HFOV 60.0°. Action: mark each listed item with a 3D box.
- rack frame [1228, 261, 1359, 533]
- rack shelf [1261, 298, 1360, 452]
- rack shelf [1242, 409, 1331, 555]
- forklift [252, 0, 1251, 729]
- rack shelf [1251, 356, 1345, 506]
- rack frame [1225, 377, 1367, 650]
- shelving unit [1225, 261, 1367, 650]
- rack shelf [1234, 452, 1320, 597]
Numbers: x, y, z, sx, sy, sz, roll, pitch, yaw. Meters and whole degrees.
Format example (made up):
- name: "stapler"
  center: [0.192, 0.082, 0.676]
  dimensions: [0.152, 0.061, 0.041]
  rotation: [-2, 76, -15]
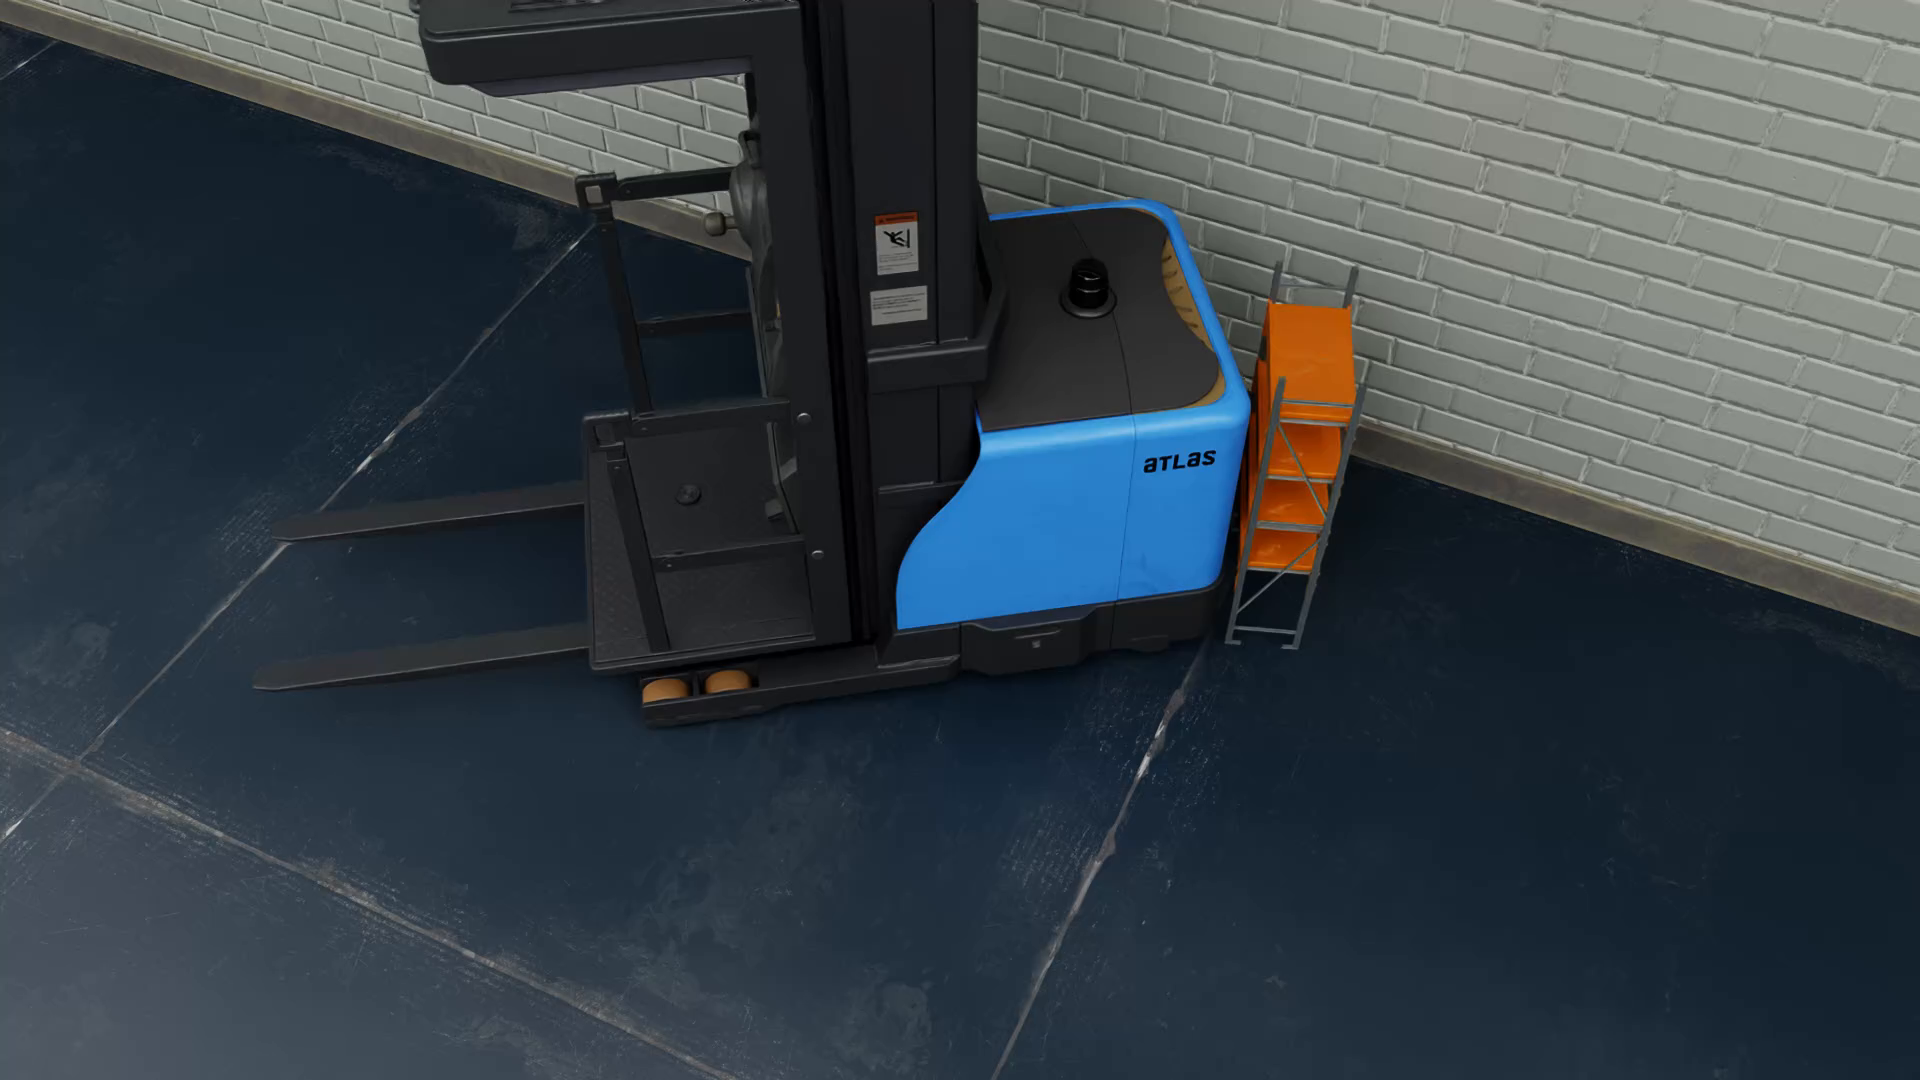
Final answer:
- name: "rack frame"
  center: [1.043, -0.413, 5.313]
  dimensions: [0.240, 1.200, 0.015]
  rotation: [5, 50, 4]
- name: "rack shelf"
  center: [1.017, -0.483, 4.857]
  dimensions: [0.258, 0.148, 0.480]
  rotation: [5, 50, 4]
- name: "rack shelf"
  center: [1.016, -0.185, 5.207]
  dimensions: [0.258, 0.148, 0.480]
  rotation: [5, 50, 4]
- name: "forklift"
  center: [-0.724, -0.798, 4.504]
  dimensions: [3.031, 2.935, 1.130]
  rotation: [-7, 50, -6]
- name: "rack shelf"
  center: [1.017, -0.329, 5.037]
  dimensions: [0.258, 0.148, 0.480]
  rotation: [5, 50, 4]
- name: "rack frame"
  center: [0.990, -0.043, 4.999]
  dimensions: [0.240, 1.200, 0.015]
  rotation: [5, 50, 4]
- name: "shelving unit"
  center: [1.016, -0.228, 5.156]
  dimensions: [0.258, 1.200, 0.503]
  rotation: [5, 50, 4]
- name: "rack shelf"
  center: [1.016, -0.056, 5.358]
  dimensions: [0.258, 0.148, 0.480]
  rotation: [5, 50, 4]
